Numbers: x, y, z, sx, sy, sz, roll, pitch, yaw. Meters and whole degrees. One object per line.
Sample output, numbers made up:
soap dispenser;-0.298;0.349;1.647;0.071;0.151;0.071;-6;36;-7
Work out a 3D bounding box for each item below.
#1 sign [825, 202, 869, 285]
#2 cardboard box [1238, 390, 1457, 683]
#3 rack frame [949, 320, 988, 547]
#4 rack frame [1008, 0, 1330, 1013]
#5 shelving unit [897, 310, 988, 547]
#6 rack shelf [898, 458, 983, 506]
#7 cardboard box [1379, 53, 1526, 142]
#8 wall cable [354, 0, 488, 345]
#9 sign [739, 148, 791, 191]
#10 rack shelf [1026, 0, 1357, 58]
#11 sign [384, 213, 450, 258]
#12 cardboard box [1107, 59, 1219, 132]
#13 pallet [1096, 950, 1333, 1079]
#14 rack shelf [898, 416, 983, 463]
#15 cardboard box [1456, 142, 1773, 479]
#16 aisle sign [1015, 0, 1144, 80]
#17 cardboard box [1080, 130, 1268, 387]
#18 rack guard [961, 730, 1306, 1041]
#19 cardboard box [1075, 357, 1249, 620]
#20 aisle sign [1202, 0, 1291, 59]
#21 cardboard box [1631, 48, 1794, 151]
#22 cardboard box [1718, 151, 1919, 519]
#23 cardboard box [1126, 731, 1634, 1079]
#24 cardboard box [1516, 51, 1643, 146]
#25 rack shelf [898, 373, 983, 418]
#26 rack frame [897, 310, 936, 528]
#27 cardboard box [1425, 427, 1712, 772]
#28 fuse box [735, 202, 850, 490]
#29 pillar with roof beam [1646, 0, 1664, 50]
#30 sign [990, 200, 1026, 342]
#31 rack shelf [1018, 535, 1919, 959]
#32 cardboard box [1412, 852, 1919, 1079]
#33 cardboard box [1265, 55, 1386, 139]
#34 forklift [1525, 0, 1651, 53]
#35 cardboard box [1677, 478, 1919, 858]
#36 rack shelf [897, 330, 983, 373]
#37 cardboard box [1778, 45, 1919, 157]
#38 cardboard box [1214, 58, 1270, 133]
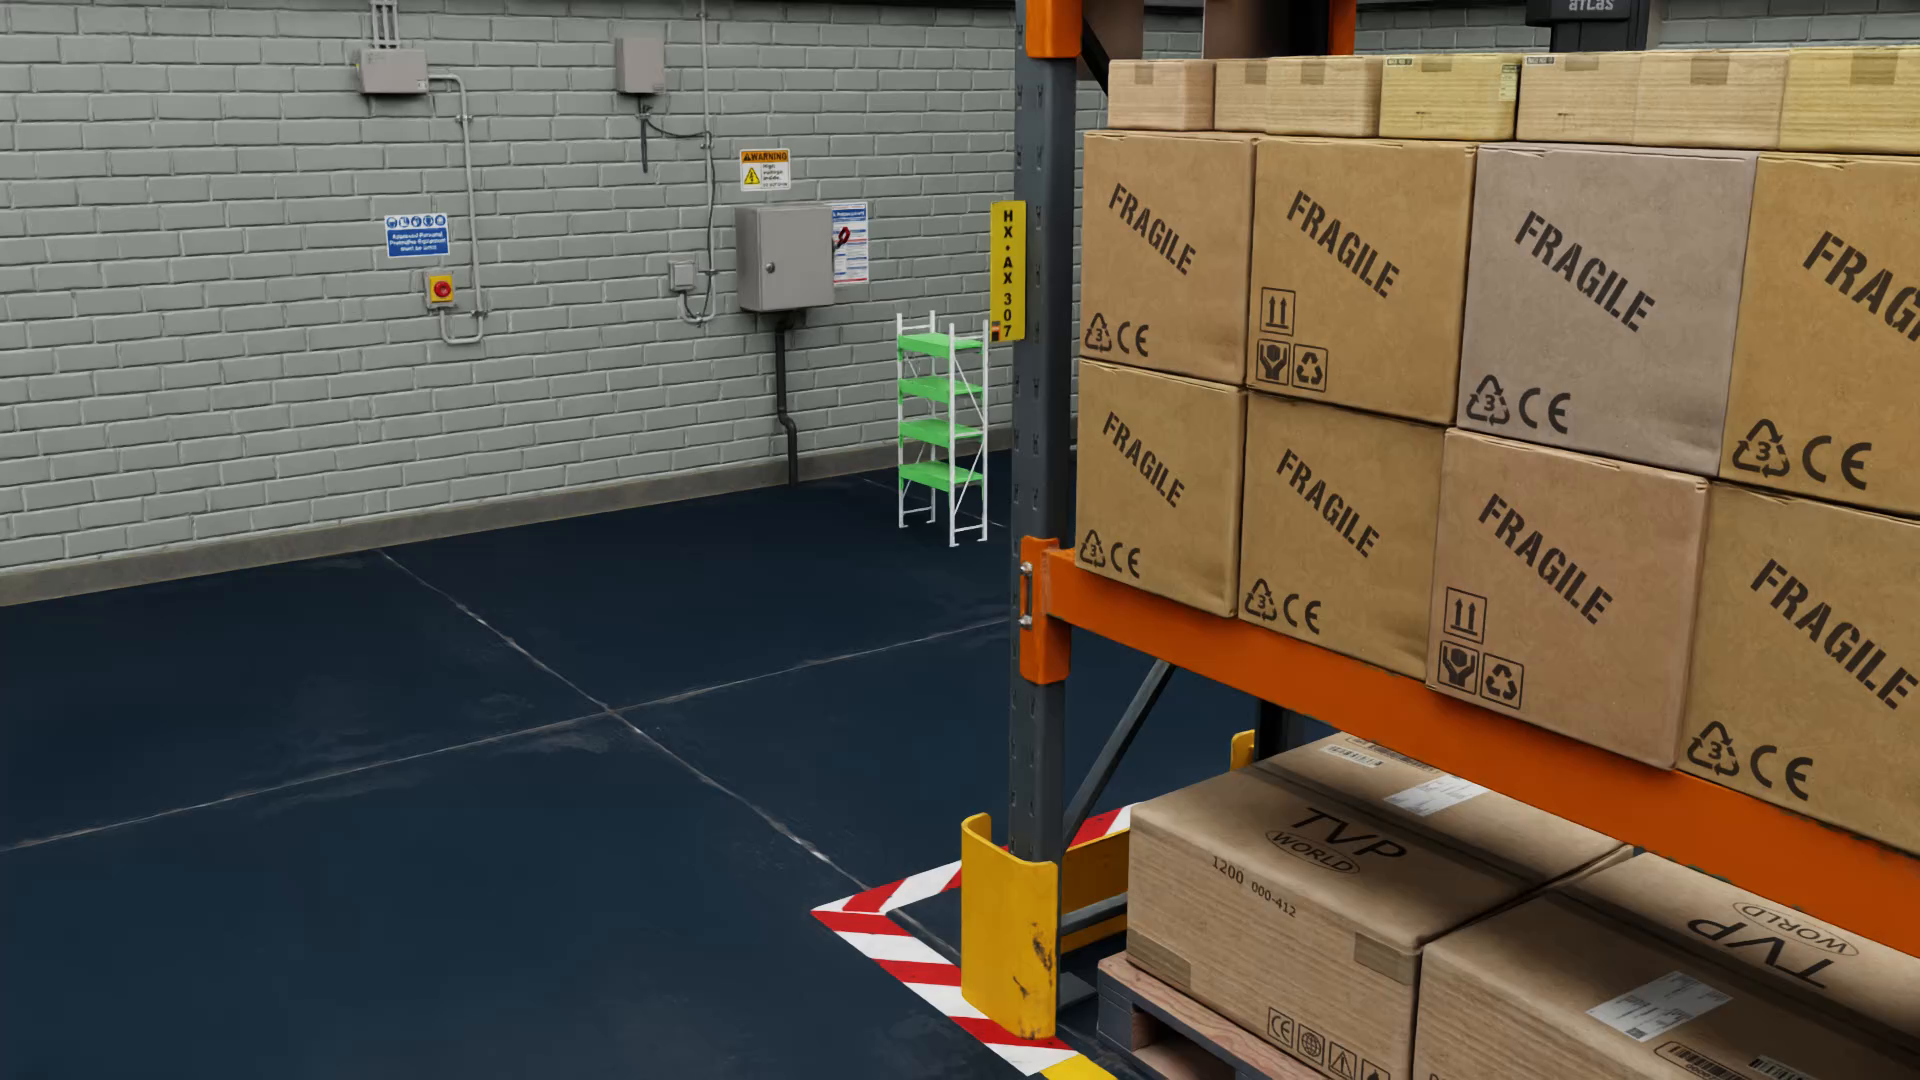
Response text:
sign;-0.706;-1.831;10.264;0.329;0.494;0.001;-11;19;-35
cardboard box;0.935;-0.058;3.417;0.500;0.500;0.500;-11;19;-35
rack frame;0.046;-0.562;8.856;0.240;1.200;0.015;-11;19;-35
rack frame;0.565;-0.261;4.346;1.000;3.000;0.127;-11;19;-35
shelving unit;-0.097;-0.614;9.047;0.258;1.200;0.503;-11;19;-35
rack shelf;-0.097;-0.321;9.127;0.258;0.148;0.480;-11;19;-35
cardboard box;0.991;-0.814;3.055;0.380;0.149;0.250;-12;19;-36
wall cable;-2.769;-1.966;8.594;0.585;1.953;0.123;-11;19;-35
sign;-1.150;-2.190;9.831;0.339;0.242;0.001;-11;19;-35
rack shelf;1.741;-0.933;2.485;1.077;0.370;4.000;-11;19;-35
sign;-2.844;-1.597;8.717;0.327;0.218;0.001;-11;19;-35
cardboard box;0.550;-0.985;3.682;0.380;0.149;0.250;-10;18;-33
pallet;1.099;1.243;4.135;1.003;0.211;1.213;-11;19;-35
rack shelf;-0.097;-0.552;9.064;0.258;0.148;0.480;-11;19;-35
cardboard box;1.236;-0.427;2.869;0.500;0.500;0.500;-11;19;-35
aisle sign;0.288;-1.485;3.895;0.394;0.787;0.004;-11;19;-35
cardboard box;0.617;-0.644;3.665;0.500;0.500;0.500;-11;19;-36
rack guard;0.551;0.940;4.695;1.175;0.500;0.348;-11;19;-35
cardboard box;0.615;-0.162;3.796;0.500;0.500;0.500;-11;19;-35
aisle sign;0.774;-1.578;4.235;0.394;0.787;0.004;-11;19;-35
cardboard box;1.301;-0.706;2.661;0.380;0.149;0.250;-11;19;-34
cardboard box;1.530;-0.320;2.480;0.500;0.500;0.500;-11;19;-34
cardboard box;1.034;0.898;4.171;0.875;0.438;0.875;-12;19;-36
cardboard box;1.188;-0.766;2.880;0.380;0.149;0.250;-11;19;-34
rack shelf;-0.097;-0.784;9.000;0.258;0.148;0.480;-11;19;-35
rack frame;-0.241;-0.666;9.237;0.240;1.200;0.015;-11;19;-35
cardboard box;1.220;0.053;3.010;0.500;0.500;0.500;-11;19;-35
fuse box;-0.984;-1.135;9.980;0.539;1.711;0.414;-11;19;-35
pillar with roof beam;0.240;-3.973;6.546;9.100;9.000;0.400;-11;19;-35
sign;0.113;-0.632;3.912;0.100;0.325;0.005;-11;19;-35
rack shelf;1.741;0.513;2.881;1.077;0.370;4.000;-11;19;-35
cardboard box;1.579;1.092;3.462;0.875;0.438;0.875;-10;18;-33
cardboard box;0.822;-0.867;3.250;0.380;0.149;0.250;-10;18;-33
forklift;3.362;-1.127;7.642;3.031;2.935;1.130;5;16;17
cardboard box;1.528;0.158;2.629;0.500;0.500;0.500;-10;18;-33
rack shelf;-0.097;-1.015;8.937;0.258;0.148;0.480;-11;19;-35
cardboard box;1.428;-0.648;2.448;0.380;0.149;0.250;-11;19;-36
cardboard box;0.762;-0.940;3.518;0.380;0.149;0.250;-10;18;-33
